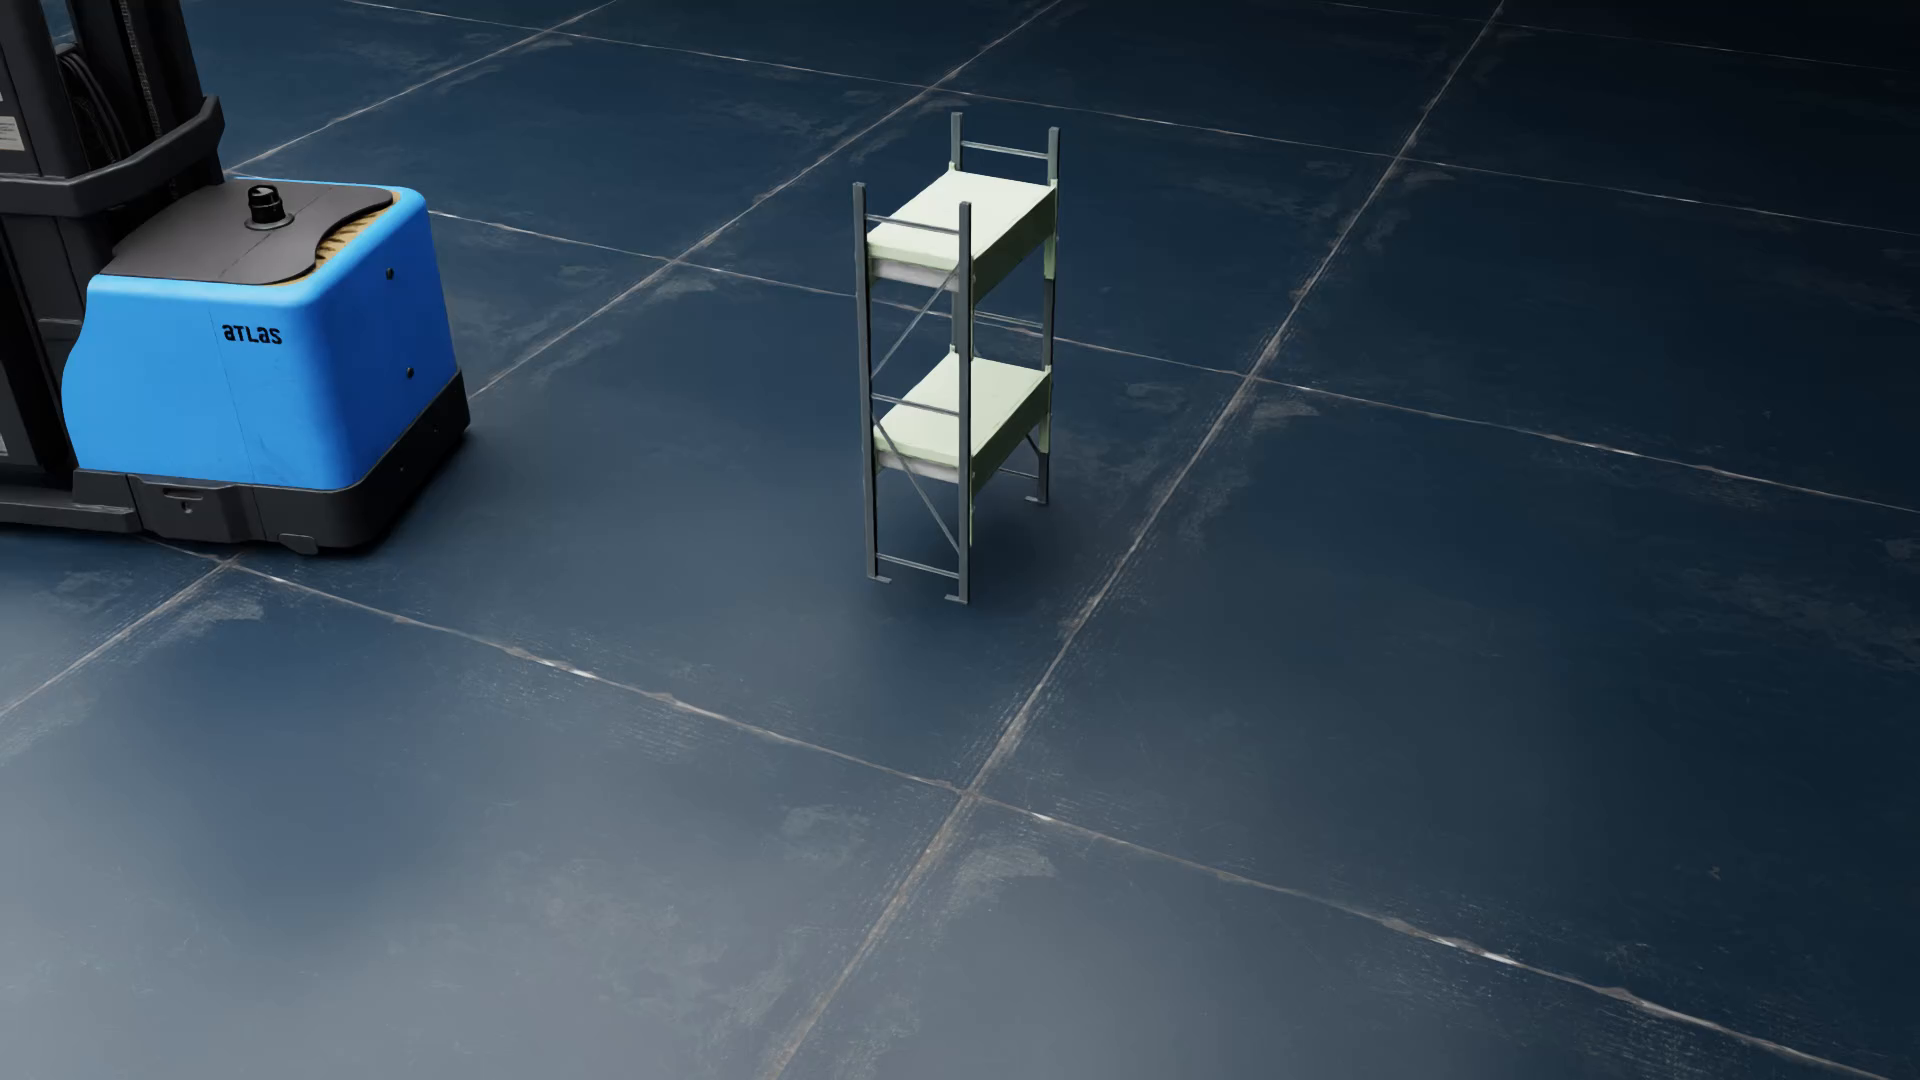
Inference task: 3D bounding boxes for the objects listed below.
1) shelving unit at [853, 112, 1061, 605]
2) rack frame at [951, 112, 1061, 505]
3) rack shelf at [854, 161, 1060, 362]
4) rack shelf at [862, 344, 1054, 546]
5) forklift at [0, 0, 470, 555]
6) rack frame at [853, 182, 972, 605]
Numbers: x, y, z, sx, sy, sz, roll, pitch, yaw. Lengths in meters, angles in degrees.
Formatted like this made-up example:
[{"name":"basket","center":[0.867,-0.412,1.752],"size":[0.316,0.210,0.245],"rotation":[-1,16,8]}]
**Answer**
[{"name":"shelving unit","center":[0.003,-0.631,5.844],"size":[0.431,1.500,0.755],"rotation":[14,36,20]},{"name":"rack frame","center":[0.156,-0.813,6.122],"size":[0.400,1.500,0.023],"rotation":[14,36,20]},{"name":"rack shelf","center":[0.003,-0.957,5.630],"size":[0.431,0.370,0.720],"rotation":[14,36,20]},{"name":"rack shelf","center":[0.003,-0.358,6.023],"size":[0.431,0.370,0.720],"rotation":[14,36,20]},{"name":"forklift","center":[-3.584,-1.544,5.932],"size":[3.031,2.935,1.130],"rotation":[5,34,8]},{"name":"rack frame","center":[-0.150,-0.448,5.566],"size":[0.400,1.500,0.023],"rotation":[14,36,20]}]
